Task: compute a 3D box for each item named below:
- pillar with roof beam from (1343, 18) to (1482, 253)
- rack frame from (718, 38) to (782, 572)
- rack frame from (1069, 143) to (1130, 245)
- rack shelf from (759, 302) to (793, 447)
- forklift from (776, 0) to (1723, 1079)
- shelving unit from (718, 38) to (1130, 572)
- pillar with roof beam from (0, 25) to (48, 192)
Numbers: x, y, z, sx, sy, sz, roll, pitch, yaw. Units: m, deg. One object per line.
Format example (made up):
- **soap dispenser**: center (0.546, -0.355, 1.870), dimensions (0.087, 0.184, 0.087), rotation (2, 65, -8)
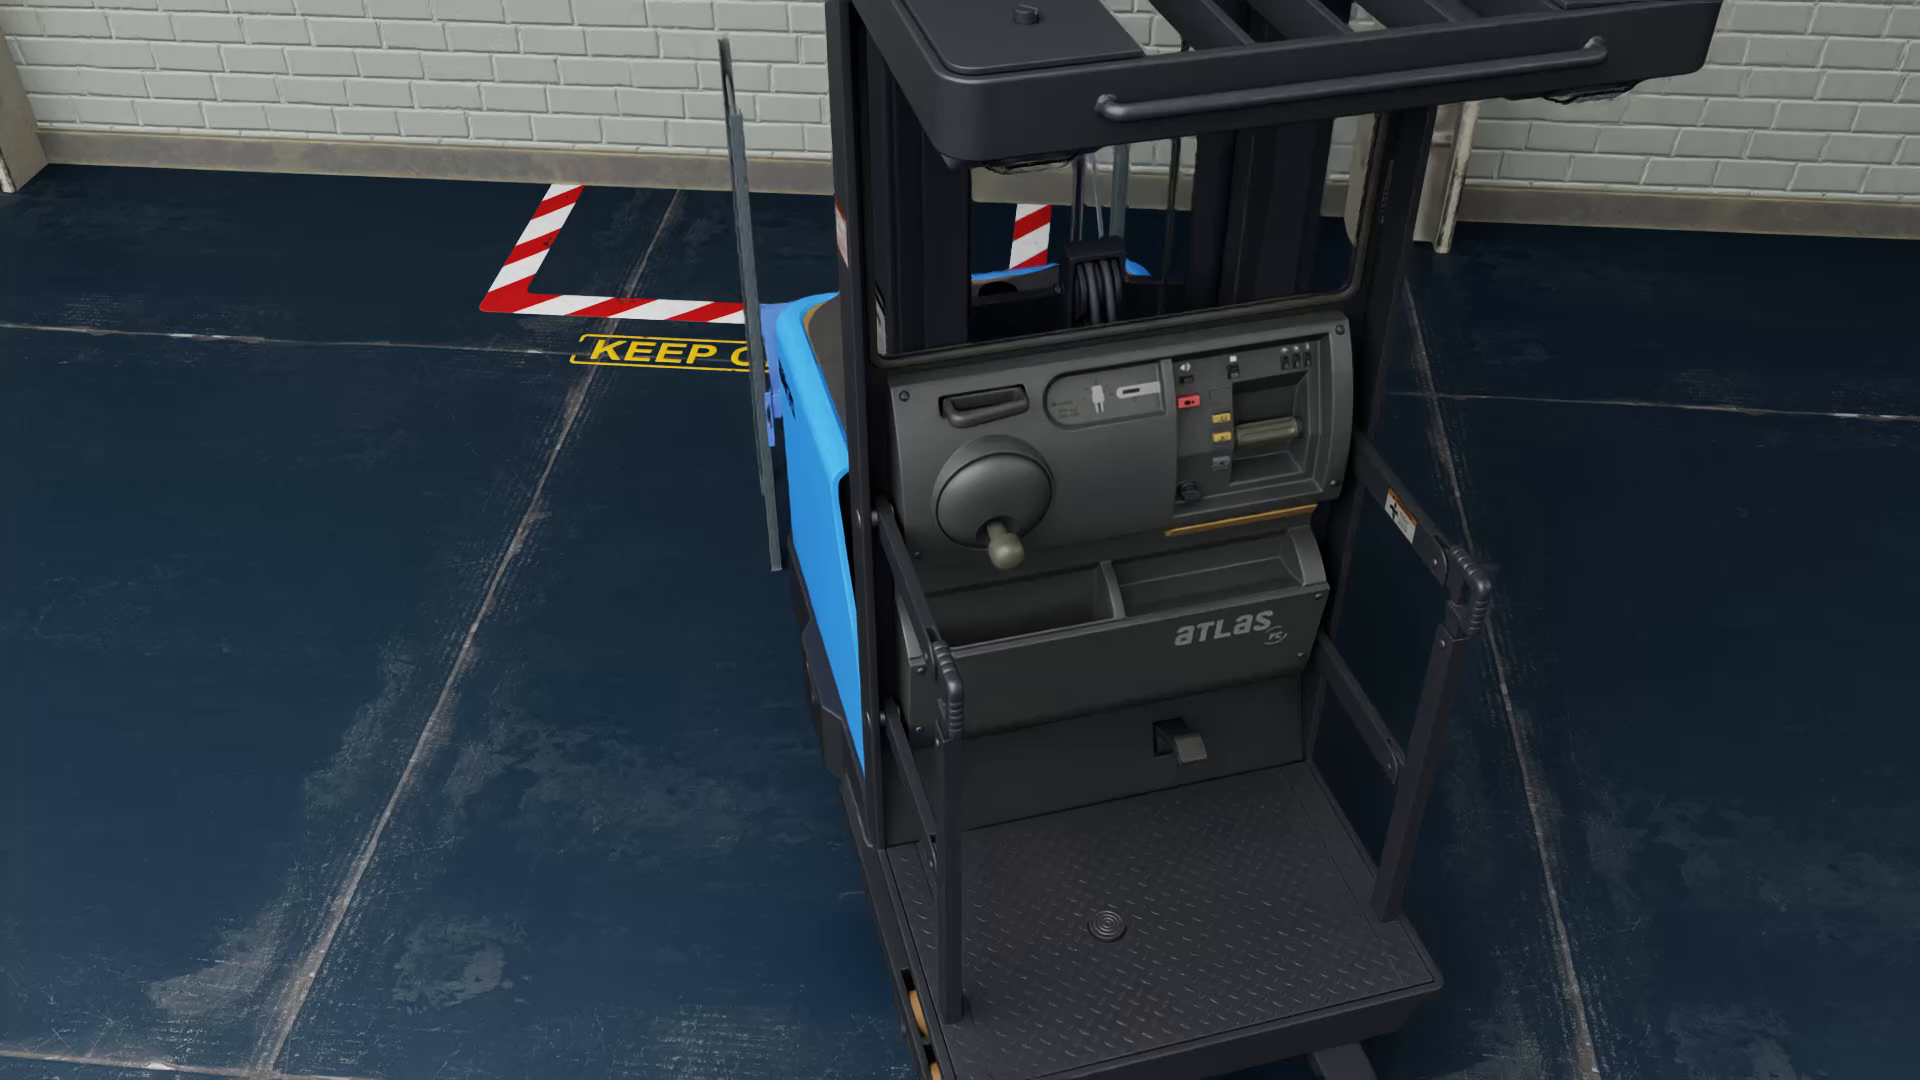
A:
- **pillar with roof beam**: center (1.408, -2.040, 0.628), dimensions (0.400, 9.000, 9.100), rotation (3, 39, 4)
- **rack frame**: center (-0.607, -0.641, 4.849), dimensions (0.032, 1.500, 0.500), rotation (-6, 40, -8)
- **rack frame**: center (0.394, -0.752, 4.986), dimensions (0.032, 1.500, 0.500), rotation (-6, 40, -8)
- **rack shelf**: center (-0.106, -0.557, 5.031), dimensions (1.000, 0.185, 0.538), rotation (-6, 40, -8)
- **forklift**: center (0.386, -0.115, 3.069), dimensions (1.130, 2.935, 3.031), rotation (-10, 40, -12)
- **shelving unit**: center (-0.106, -0.696, 4.917), dimensions (1.048, 1.500, 0.538), rotation (-6, 40, -8)
- **pillar with roof beam**: center (-4.570, -2.367, 1.030), dimensions (0.400, 9.000, 9.100), rotation (3, 39, 4)
